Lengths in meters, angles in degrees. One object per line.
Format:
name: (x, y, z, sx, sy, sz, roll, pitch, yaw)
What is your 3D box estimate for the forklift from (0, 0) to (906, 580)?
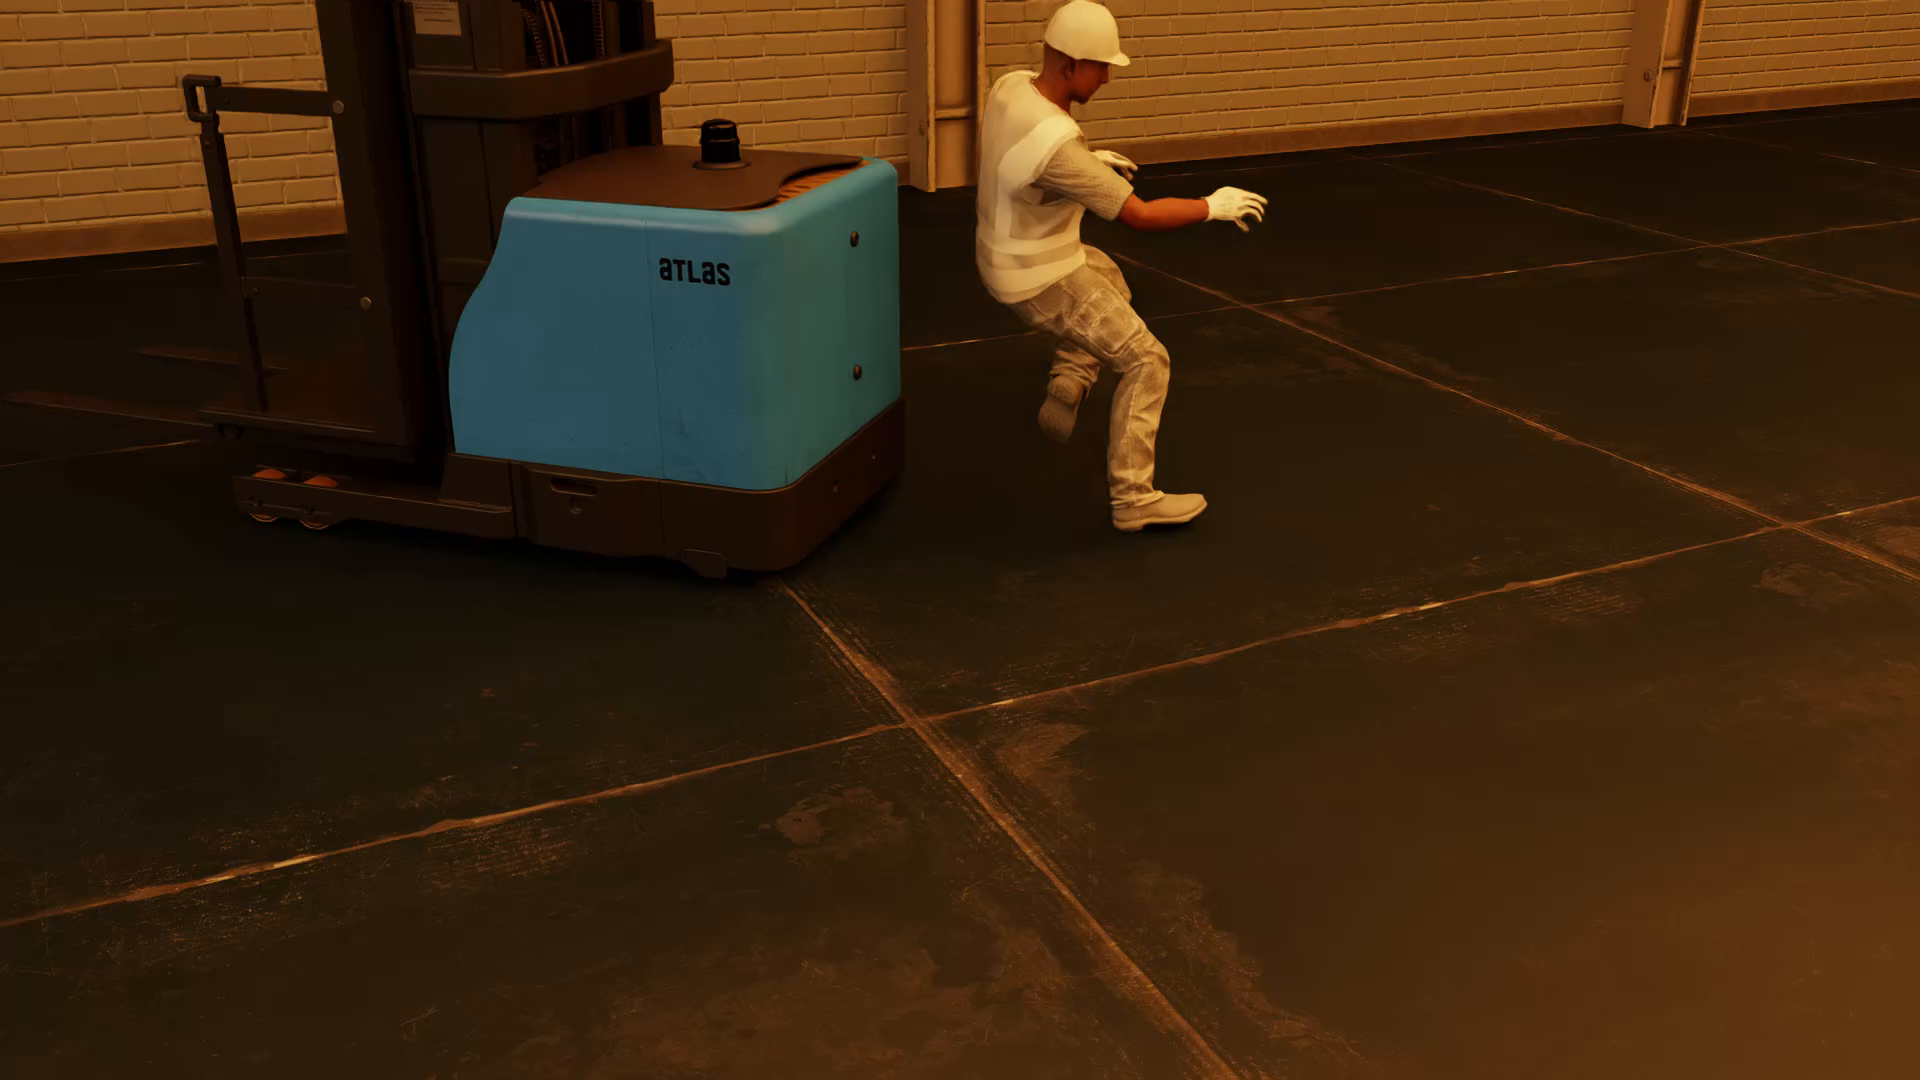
forklift: (-1.753, -1.566, 5.056, 3.031, 2.935, 1.130, 8, 24, 18)

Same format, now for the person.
person: (0.486, -0.903, 5.267, 0.829, 1.559, 0.906, -5, 23, -12)
